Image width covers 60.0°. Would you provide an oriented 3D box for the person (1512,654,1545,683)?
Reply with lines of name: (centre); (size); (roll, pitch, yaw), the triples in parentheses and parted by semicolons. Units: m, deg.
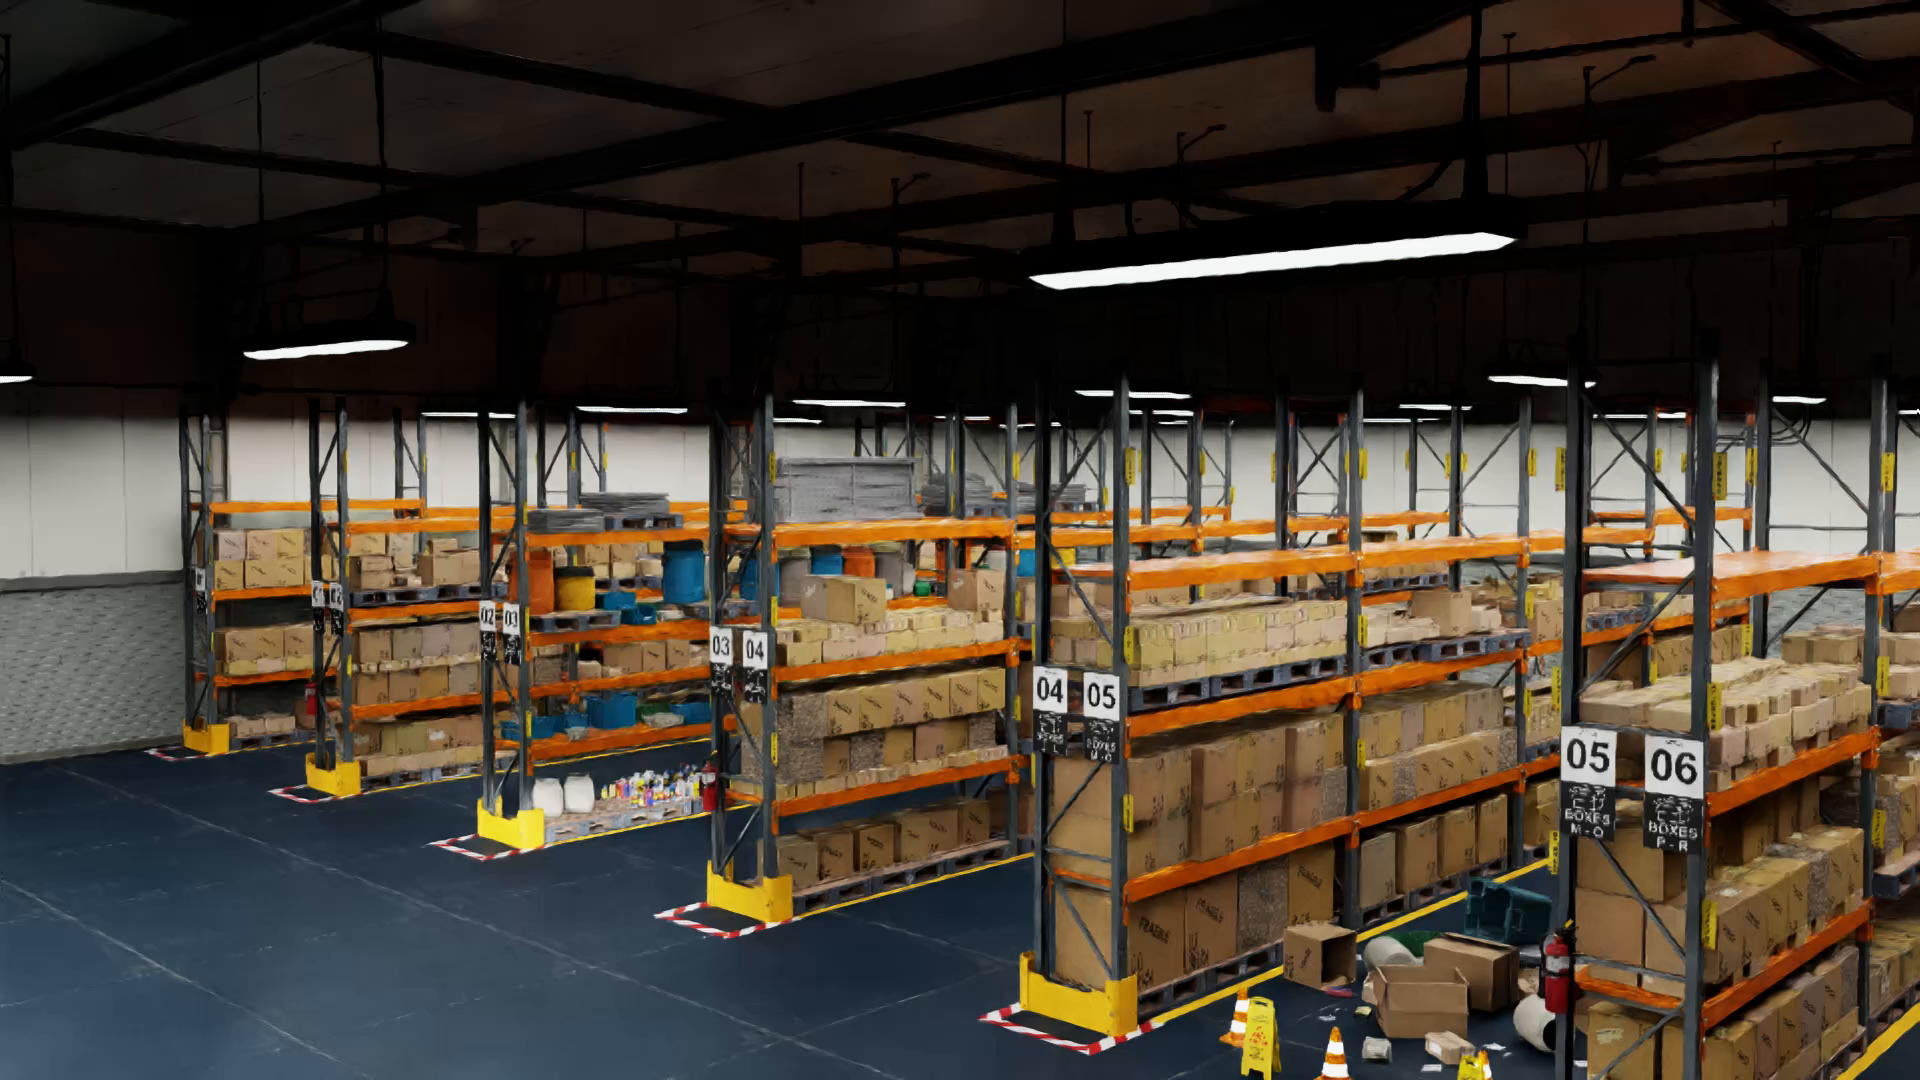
person: (11.242, 2.633, 32.791); (0.655, 1.594, 0.823); (1, 3, 26)
